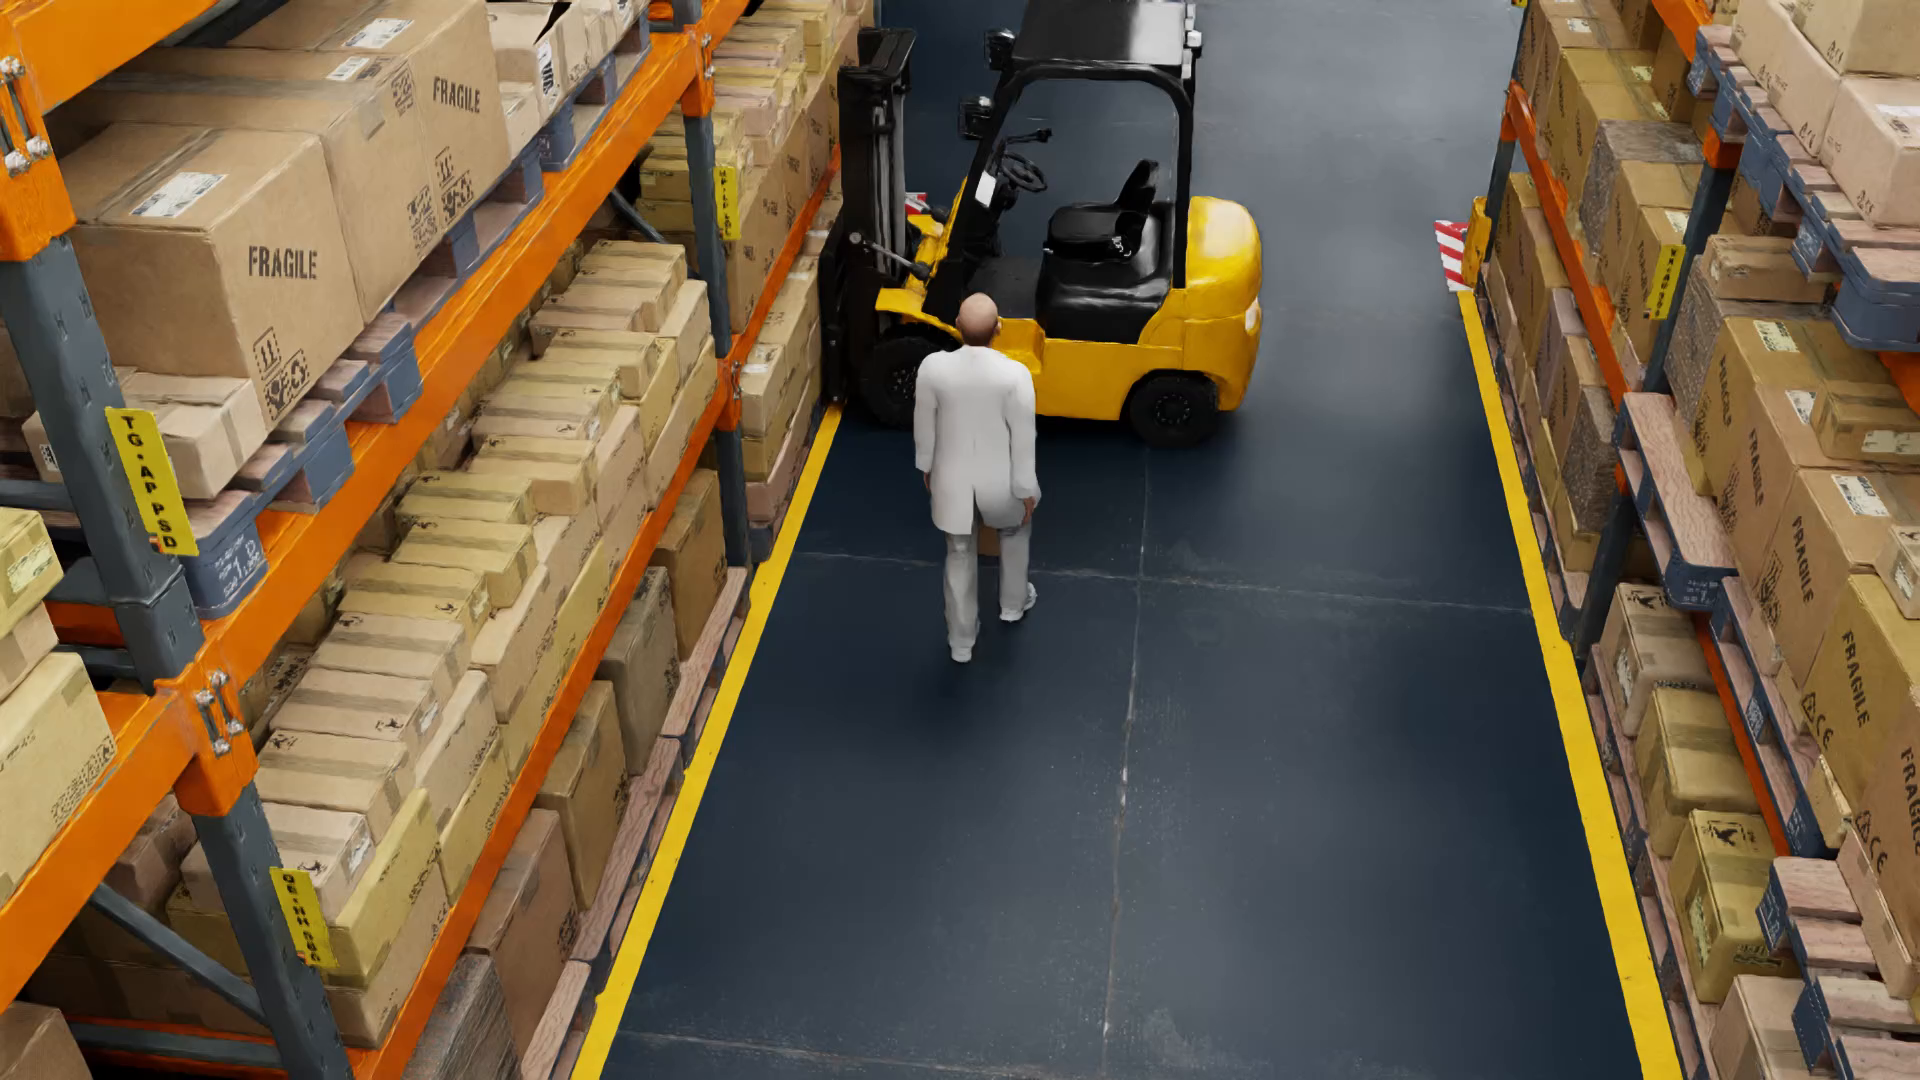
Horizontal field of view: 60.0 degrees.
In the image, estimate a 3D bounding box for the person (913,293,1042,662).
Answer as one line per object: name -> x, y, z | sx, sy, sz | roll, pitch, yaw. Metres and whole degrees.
person -> 0.086, -0.319, 7.481 | 0.583, 1.779, 0.639 | 6, 36, 9
